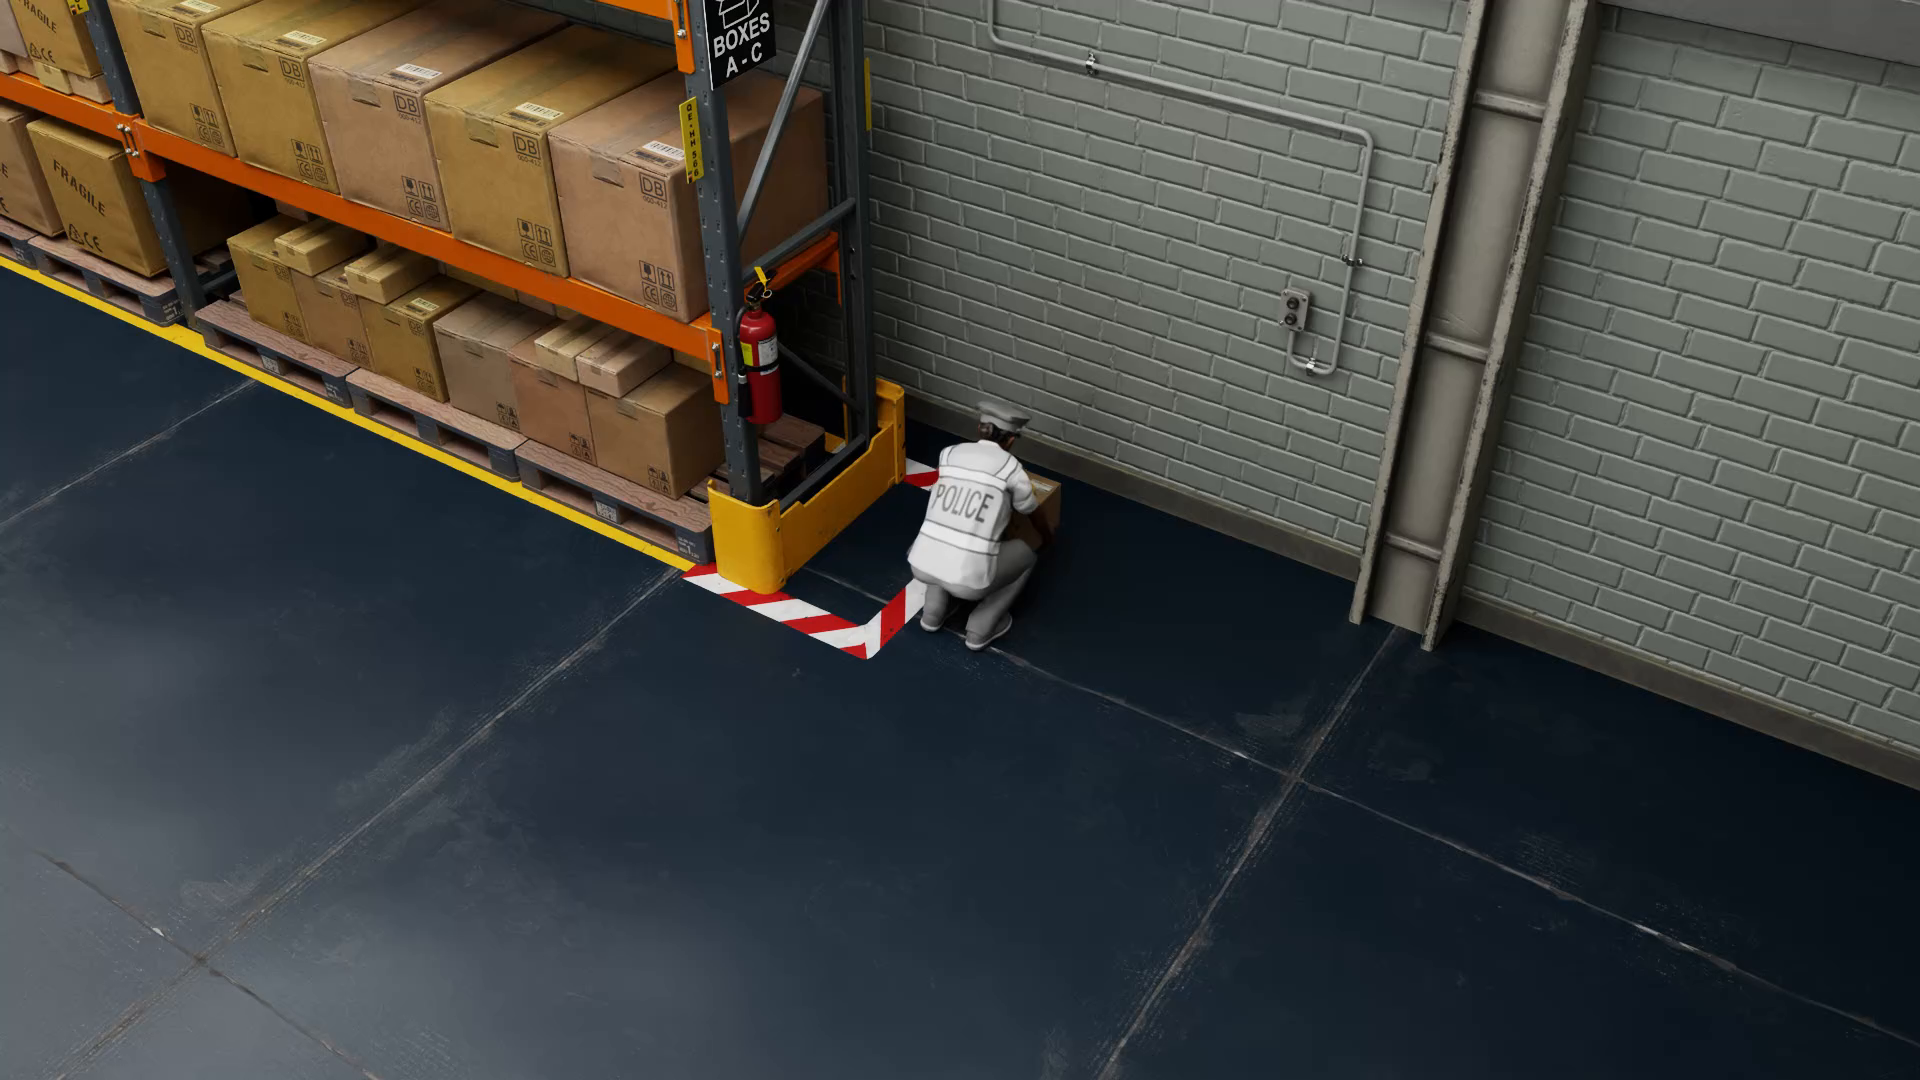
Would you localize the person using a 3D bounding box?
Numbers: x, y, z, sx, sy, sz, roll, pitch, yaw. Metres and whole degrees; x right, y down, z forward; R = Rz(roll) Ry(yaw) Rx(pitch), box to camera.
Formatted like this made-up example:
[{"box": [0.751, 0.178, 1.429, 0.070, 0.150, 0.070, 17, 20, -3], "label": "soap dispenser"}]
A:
[{"box": [0.092, -0.137, 7.298, 0.446, 0.762, 0.871, 21, 43, 24], "label": "person"}]
